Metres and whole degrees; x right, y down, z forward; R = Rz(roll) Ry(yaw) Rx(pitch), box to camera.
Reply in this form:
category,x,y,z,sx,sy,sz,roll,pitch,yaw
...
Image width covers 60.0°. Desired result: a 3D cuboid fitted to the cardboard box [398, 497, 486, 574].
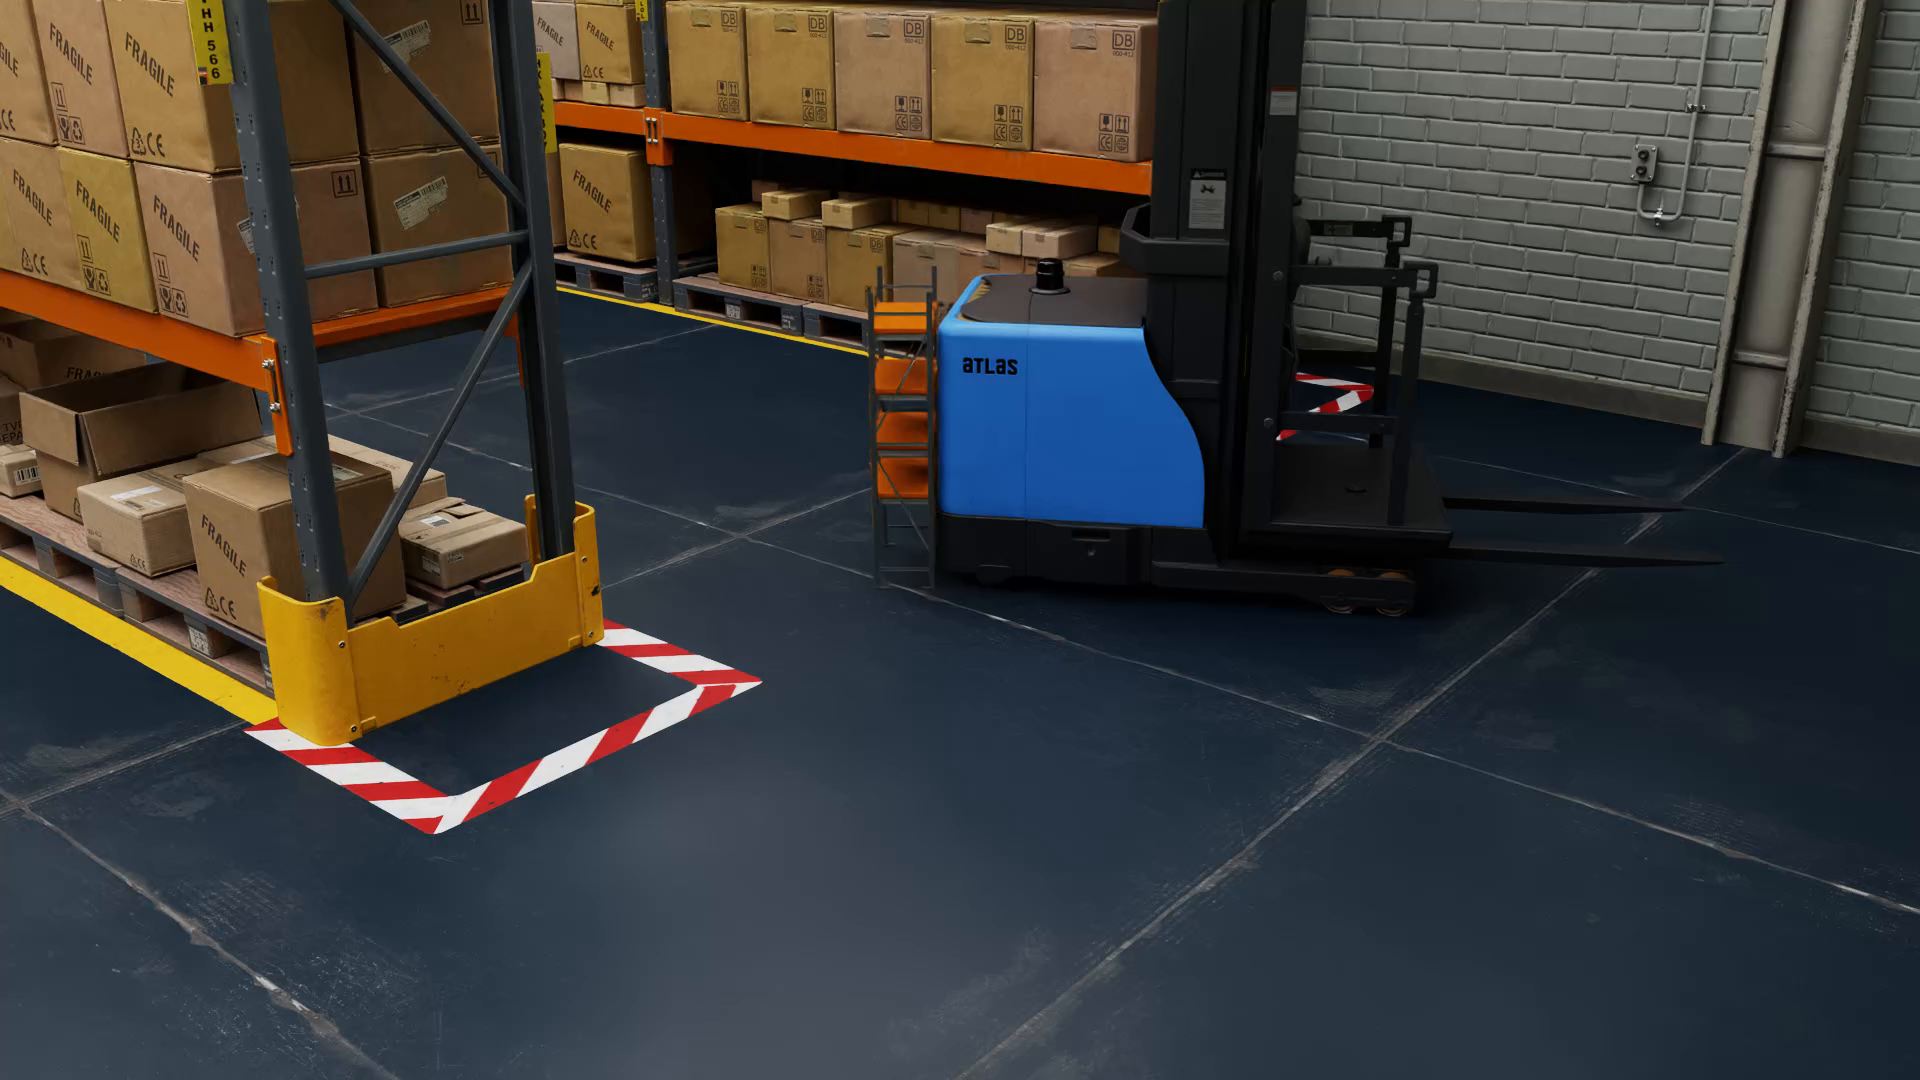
category,x,y,z,sx,sy,sz,roll,pitch,yaw
cardboard box,-2.045,-0.028,6.384,0.250,0.166,0.380,16,26,36

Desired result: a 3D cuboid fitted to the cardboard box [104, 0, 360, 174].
category,x,y,z,sx,sy,sz,roll,pitch,yaw
cardboard box,-2.263,-1.444,5.187,0.500,0.500,0.500,16,26,36

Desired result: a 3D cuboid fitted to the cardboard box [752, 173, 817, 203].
category,x,y,z,sx,sy,sz,roll,pitch,yaw
cardboard box,-1.186,-2.375,11.242,0.250,0.149,0.380,16,26,36

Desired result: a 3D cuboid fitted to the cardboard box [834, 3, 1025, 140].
category,x,y,z,sx,sy,sz,roll,pitch,yaw
cardboard box,-0.172,-2.843,10.032,0.700,0.700,0.980,15,25,34

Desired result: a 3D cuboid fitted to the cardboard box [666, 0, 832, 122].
category,x,y,z,sx,sy,sz,roll,pitch,yaw
cardboard box,-1.304,-3.167,10.891,0.700,0.700,0.980,17,26,37

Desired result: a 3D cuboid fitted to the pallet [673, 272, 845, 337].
category,x,y,z,sx,sy,sz,roll,pitch,yaw
pallet,-1.174,-1.657,11.262,1.213,0.211,1.003,16,26,36

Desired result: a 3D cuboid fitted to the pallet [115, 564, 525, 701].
category,x,y,z,sx,sy,sz,roll,pitch,yaw
pallet,-2.421,0.205,6.325,1.213,0.211,1.003,16,26,36

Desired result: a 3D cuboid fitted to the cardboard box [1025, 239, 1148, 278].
category,x,y,z,sx,sy,sz,roll,pitch,yaw
cardboard box,0.780,-1.416,9.619,0.500,0.500,0.700,16,26,36

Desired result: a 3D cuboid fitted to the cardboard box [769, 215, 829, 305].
category,x,y,z,sx,sy,sz,roll,pitch,yaw
cardboard box,-0.812,-1.871,10.827,0.500,0.500,0.700,16,26,36

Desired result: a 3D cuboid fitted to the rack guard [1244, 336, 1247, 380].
category,x,y,z,sx,sy,sz,roll,pitch,yaw
rack guard,1.404,-1.085,9.337,0.348,0.500,1.175,16,26,36

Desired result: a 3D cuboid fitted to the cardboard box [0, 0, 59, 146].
category,x,y,z,sx,sy,sz,roll,pitch,yaw
cardboard box,-3.059,-1.671,5.788,0.500,0.500,0.500,17,26,38

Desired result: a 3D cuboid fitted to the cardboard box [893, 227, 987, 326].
category,x,y,z,sx,sy,sz,roll,pitch,yaw
cardboard box,0.002,-1.639,10.212,0.500,0.500,0.700,15,25,35

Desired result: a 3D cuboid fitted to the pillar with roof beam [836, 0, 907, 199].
category,x,y,z,sx,sy,sz,roll,pitch,yaw
pillar with roof beam,-3.347,-4.863,7.310,0.400,9.000,9.100,16,26,36

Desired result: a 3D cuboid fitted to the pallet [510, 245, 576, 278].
category,x,y,z,sx,sy,sz,roll,pitch,yaw
pallet,-3.309,-2.271,12.892,1.213,0.211,1.003,16,26,36

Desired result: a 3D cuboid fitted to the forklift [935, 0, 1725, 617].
category,x,y,z,sx,sy,sz,roll,pitch,yaw
forklift,1.463,-1.279,6.407,3.031,2.935,1.130,3,21,8

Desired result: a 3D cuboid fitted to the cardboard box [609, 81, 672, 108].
category,x,y,z,sx,sy,sz,roll,pitch,yaw
cardboard box,-2.155,-3.042,11.312,0.250,0.149,0.380,16,26,37

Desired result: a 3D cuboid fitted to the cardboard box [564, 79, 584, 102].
category,x,y,z,sx,sy,sz,roll,pitch,yaw
cardboard box,-2.537,-3.162,11.630,0.250,0.149,0.380,17,27,38

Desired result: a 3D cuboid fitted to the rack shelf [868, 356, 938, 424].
category,x,y,z,sx,sy,sz,roll,pitch,yaw
rack shelf,-0.218,-0.599,6.610,0.258,0.148,0.480,0,21,1

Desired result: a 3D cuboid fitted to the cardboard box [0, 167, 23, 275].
category,x,y,z,sx,sy,sz,roll,pitch,yaw
cardboard box,-3.441,-1.317,6.269,0.500,0.500,0.500,16,26,36

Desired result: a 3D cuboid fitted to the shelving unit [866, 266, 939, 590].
category,x,y,z,sx,sy,sz,roll,pitch,yaw
shelving unit,-0.217,-0.453,6.665,0.258,1.200,0.503,0,21,1

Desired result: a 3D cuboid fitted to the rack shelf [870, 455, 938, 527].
category,x,y,z,sx,sy,sz,roll,pitch,yaw
rack shelf,-0.216,-0.204,6.759,0.258,0.148,0.480,0,21,1

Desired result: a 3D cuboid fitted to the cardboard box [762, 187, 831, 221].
category,x,y,z,sx,sy,sz,roll,pitch,yaw
cardboard box,-1.049,-2.162,10.677,0.250,0.149,0.380,17,27,38

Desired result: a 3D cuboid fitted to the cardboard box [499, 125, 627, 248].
category,x,y,z,sx,sy,sz,roll,pitch,yaw
cardboard box,-2.990,-2.650,12.396,0.750,0.750,0.750,17,27,38

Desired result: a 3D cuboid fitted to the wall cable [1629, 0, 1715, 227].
category,x,y,z,sx,sy,sz,roll,pitch,yaw
wall cable,2.975,-2.708,8.659,1.851,1.984,0.084,16,26,36

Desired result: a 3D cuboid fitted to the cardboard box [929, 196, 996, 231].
category,x,y,z,sx,sy,sz,roll,pitch,yaw
cardboard box,0.019,-2.028,10.324,0.250,0.149,0.380,16,26,37

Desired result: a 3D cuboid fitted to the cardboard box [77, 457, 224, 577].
category,x,y,z,sx,sy,sz,roll,pitch,yaw
cardboard box,-3.038,-0.098,6.451,0.500,0.250,0.500,16,26,36

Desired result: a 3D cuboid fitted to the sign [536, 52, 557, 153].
category,x,y,z,sx,sy,sz,roll,pitch,yaw
sign,-1.401,-1.458,5.558,0.005,0.325,0.100,16,26,36

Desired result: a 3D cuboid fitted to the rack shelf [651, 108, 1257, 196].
category,x,y,z,sx,sy,sz,roll,pitch,yaw
rack shelf,-0.164,-2.370,10.220,4.000,0.370,1.077,16,26,36

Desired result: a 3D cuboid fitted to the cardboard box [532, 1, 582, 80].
category,x,y,z,sx,sy,sz,roll,pitch,yaw
cardboard box,-2.632,-3.493,11.588,0.500,0.500,0.500,16,26,37

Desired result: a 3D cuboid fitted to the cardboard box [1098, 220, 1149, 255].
category,x,y,z,sx,sy,sz,roll,pitch,yaw
cardboard box,1.003,-1.746,9.575,0.250,0.149,0.380,16,26,37

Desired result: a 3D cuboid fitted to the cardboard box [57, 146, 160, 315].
category,x,y,z,sx,sy,sz,roll,pitch,yaw
cardboard box,-2.667,-1.092,5.671,0.500,0.500,0.500,16,26,37

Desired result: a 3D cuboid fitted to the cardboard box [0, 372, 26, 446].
category,x,y,z,sx,sy,sz,roll,pitch,yaw
cardboard box,-4.655,-0.592,7.675,0.500,0.311,0.500,16,26,36

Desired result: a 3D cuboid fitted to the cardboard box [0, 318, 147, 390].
category,x,y,z,sx,sy,sz,roll,pitch,yaw
cardboard box,-4.222,-0.784,7.915,0.500,0.500,0.500,16,26,36

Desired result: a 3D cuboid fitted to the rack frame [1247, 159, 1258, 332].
category,x,y,z,sx,sy,sz,roll,pitch,yaw
rack frame,1.385,-2.260,8.910,0.127,3.000,1.000,16,26,36

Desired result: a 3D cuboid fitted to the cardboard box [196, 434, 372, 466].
category,x,y,z,sx,sy,sz,roll,pitch,yaw
cardboard box,-2.761,-0.246,6.843,0.500,0.250,0.500,16,26,36

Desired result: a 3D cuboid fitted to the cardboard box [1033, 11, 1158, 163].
category,x,y,z,sx,sy,sz,roll,pitch,yaw
cardboard box,0.984,-2.511,9.151,0.700,0.700,0.980,18,27,39

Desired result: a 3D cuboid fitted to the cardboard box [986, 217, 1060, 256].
category,x,y,z,sx,sy,sz,roll,pitch,yaw
cardboard box,0.366,-1.755,9.599,0.250,0.149,0.380,17,26,38

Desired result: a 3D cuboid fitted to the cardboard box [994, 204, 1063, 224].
category,x,y,z,sx,sy,sz,roll,pitch,yaw
cardboard box,0.416,-1.915,10.023,0.250,0.149,0.380,16,26,37

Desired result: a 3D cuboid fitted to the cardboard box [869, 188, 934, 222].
category,x,y,z,sx,sy,sz,roll,pitch,yaw
cardboard box,-0.377,-2.142,10.626,0.250,0.149,0.380,16,26,37

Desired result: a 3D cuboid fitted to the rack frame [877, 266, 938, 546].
category,x,y,z,sx,sy,sz,roll,pitch,yaw
rack frame,-0.211,-0.538,6.894,0.240,1.200,0.015,0,21,1

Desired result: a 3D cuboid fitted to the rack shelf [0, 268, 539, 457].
category,x,y,z,sx,sy,sz,roll,pitch,yaw
rack shelf,-3.294,-1.015,6.627,4.000,0.370,1.077,16,26,36

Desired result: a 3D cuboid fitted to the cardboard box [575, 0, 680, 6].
category,x,y,z,sx,sy,sz,roll,pitch,yaw
cardboard box,-2.237,-3.733,11.161,0.500,0.250,0.500,17,26,38

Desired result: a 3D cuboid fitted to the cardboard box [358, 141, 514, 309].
category,x,y,z,sx,sy,sz,roll,pitch,yaw
cardboard box,-1.921,-1.123,5.753,0.500,0.500,0.500,17,26,37

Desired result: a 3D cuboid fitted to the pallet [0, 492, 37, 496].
category,x,y,z,sx,sy,sz,roll,pitch,yaw
pallet,-4.312,-0.339,7.768,1.213,0.211,1.003,16,26,36

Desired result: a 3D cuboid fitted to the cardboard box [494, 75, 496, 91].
category,x,y,z,sx,sy,sz,roll,pitch,yaw
cardboard box,-3.310,-3.400,12.261,0.250,0.149,0.380,17,27,38
